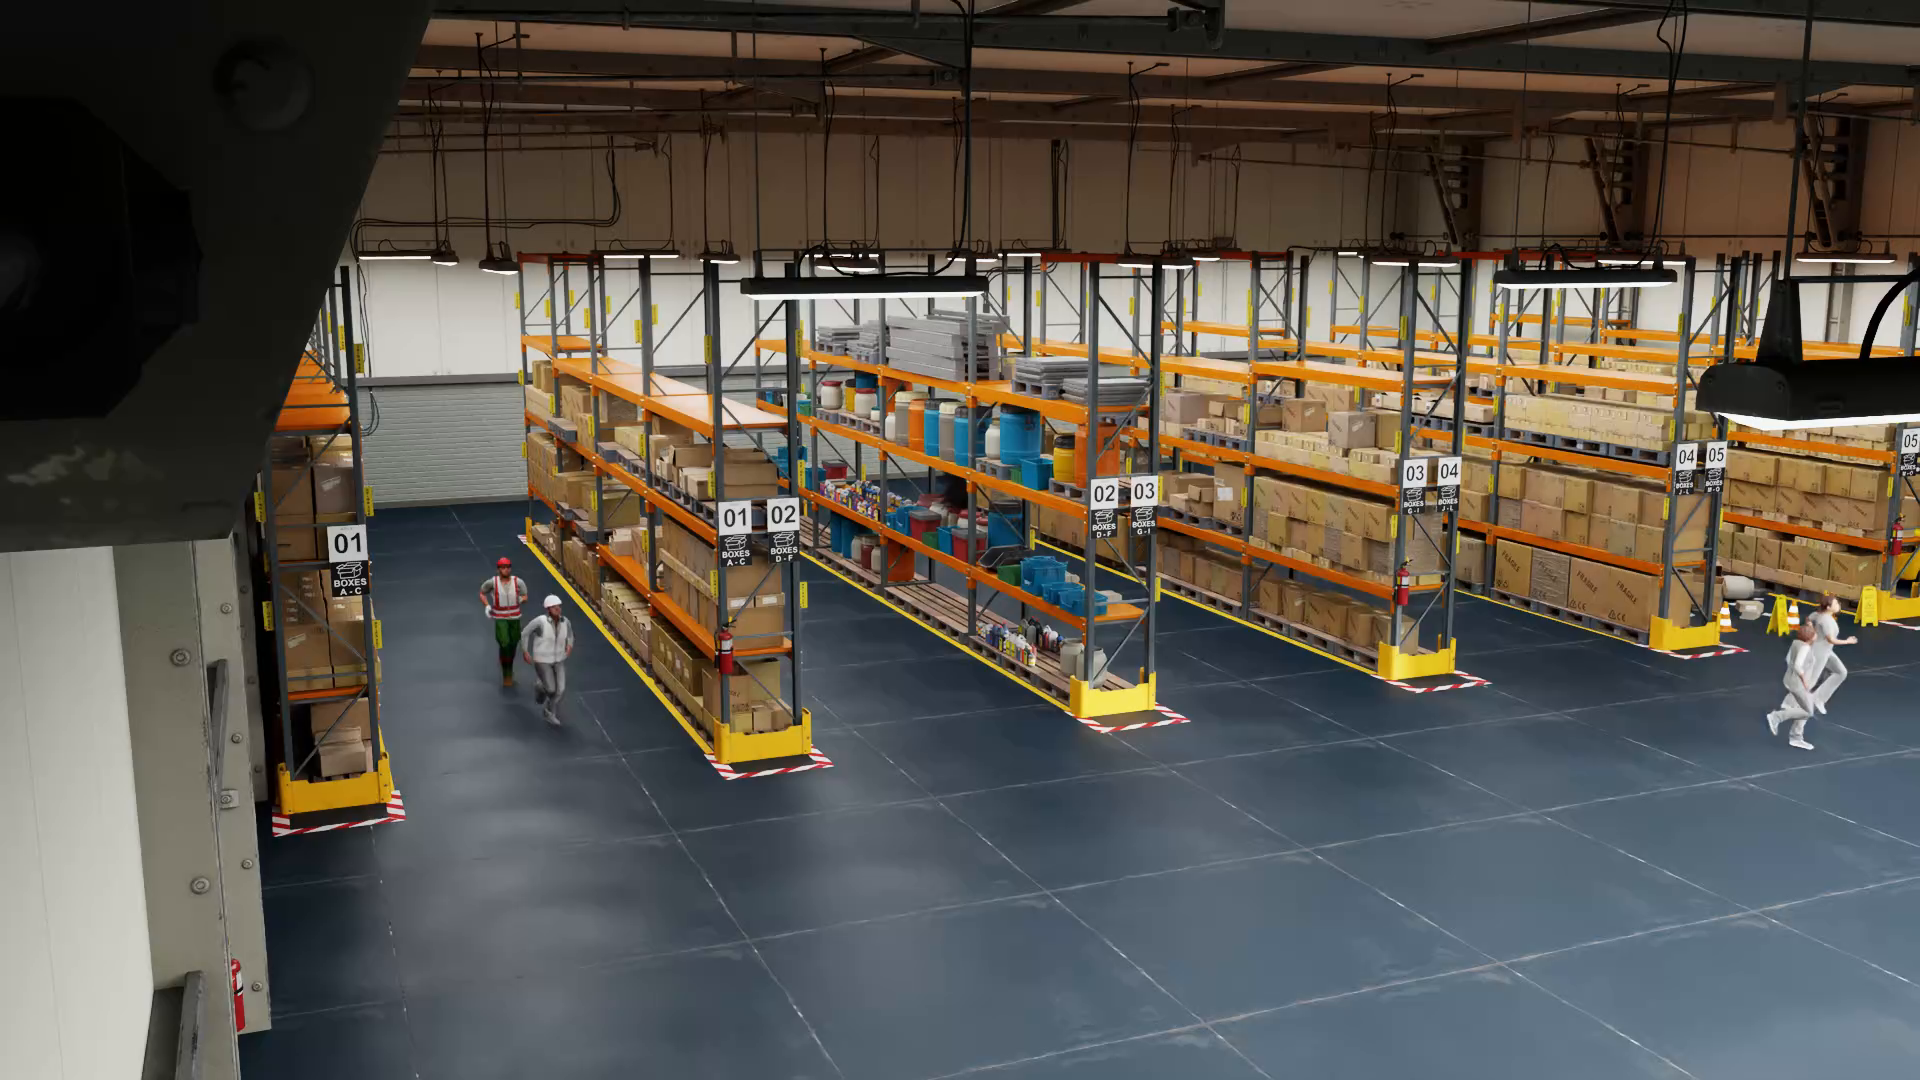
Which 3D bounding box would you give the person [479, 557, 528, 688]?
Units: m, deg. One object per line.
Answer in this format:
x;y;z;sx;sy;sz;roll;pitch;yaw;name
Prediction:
-6.460;1.162;23.722;0.631;1.844;0.735;-6;12;-30;person

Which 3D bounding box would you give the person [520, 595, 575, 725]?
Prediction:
-5.376;1.565;21.806;0.693;1.730;0.681;-8;13;-39;person

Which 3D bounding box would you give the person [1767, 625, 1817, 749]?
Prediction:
10.427;1.823;20.825;0.557;1.565;0.559;2;11;11;person

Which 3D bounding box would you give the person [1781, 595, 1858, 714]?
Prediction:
11.437;1.515;22.095;0.835;1.636;0.574;5;12;26;person
